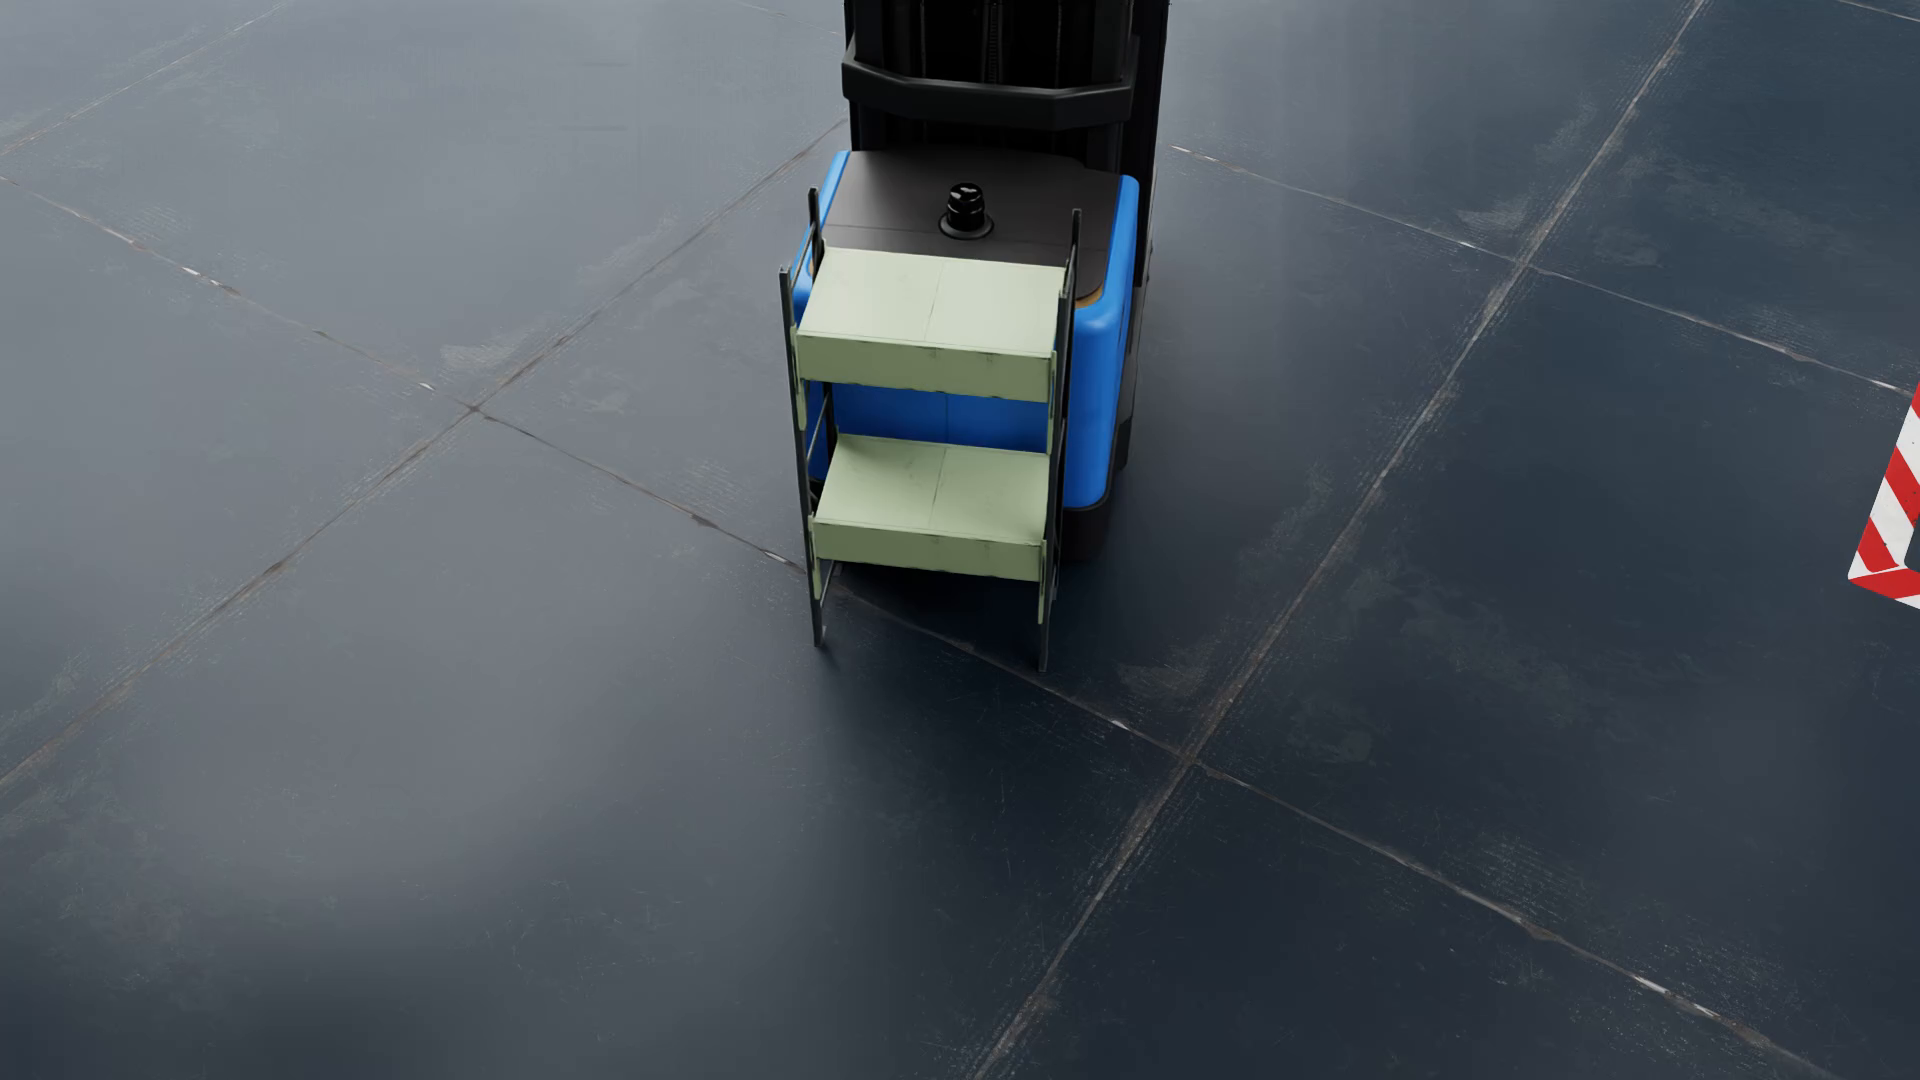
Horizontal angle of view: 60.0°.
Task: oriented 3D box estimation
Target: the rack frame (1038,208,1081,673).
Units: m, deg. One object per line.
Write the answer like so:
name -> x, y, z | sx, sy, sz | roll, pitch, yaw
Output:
rack frame -> 0.291, -0.239, 4.937 | 0.023, 1.500, 0.400 | 6, 46, 6

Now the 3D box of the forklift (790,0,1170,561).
forklift -> 0.191, -2.020, 5.669 | 1.130, 2.935, 3.031 | 6, 46, 6

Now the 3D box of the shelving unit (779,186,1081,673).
shelving unit -> -0.071, -0.277, 4.974 | 0.755, 1.500, 0.431 | 6, 46, 6

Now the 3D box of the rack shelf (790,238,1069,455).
rack shelf -> -0.071, -0.549, 4.694 | 0.720, 0.370, 0.431 | 6, 46, 6

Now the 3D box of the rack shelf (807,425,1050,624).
rack shelf -> -0.071, -0.050, 5.208 | 0.720, 0.370, 0.431 | 6, 46, 6

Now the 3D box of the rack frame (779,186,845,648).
rack frame -> -0.433, -0.315, 5.011 | 0.023, 1.500, 0.400 | 6, 46, 6
